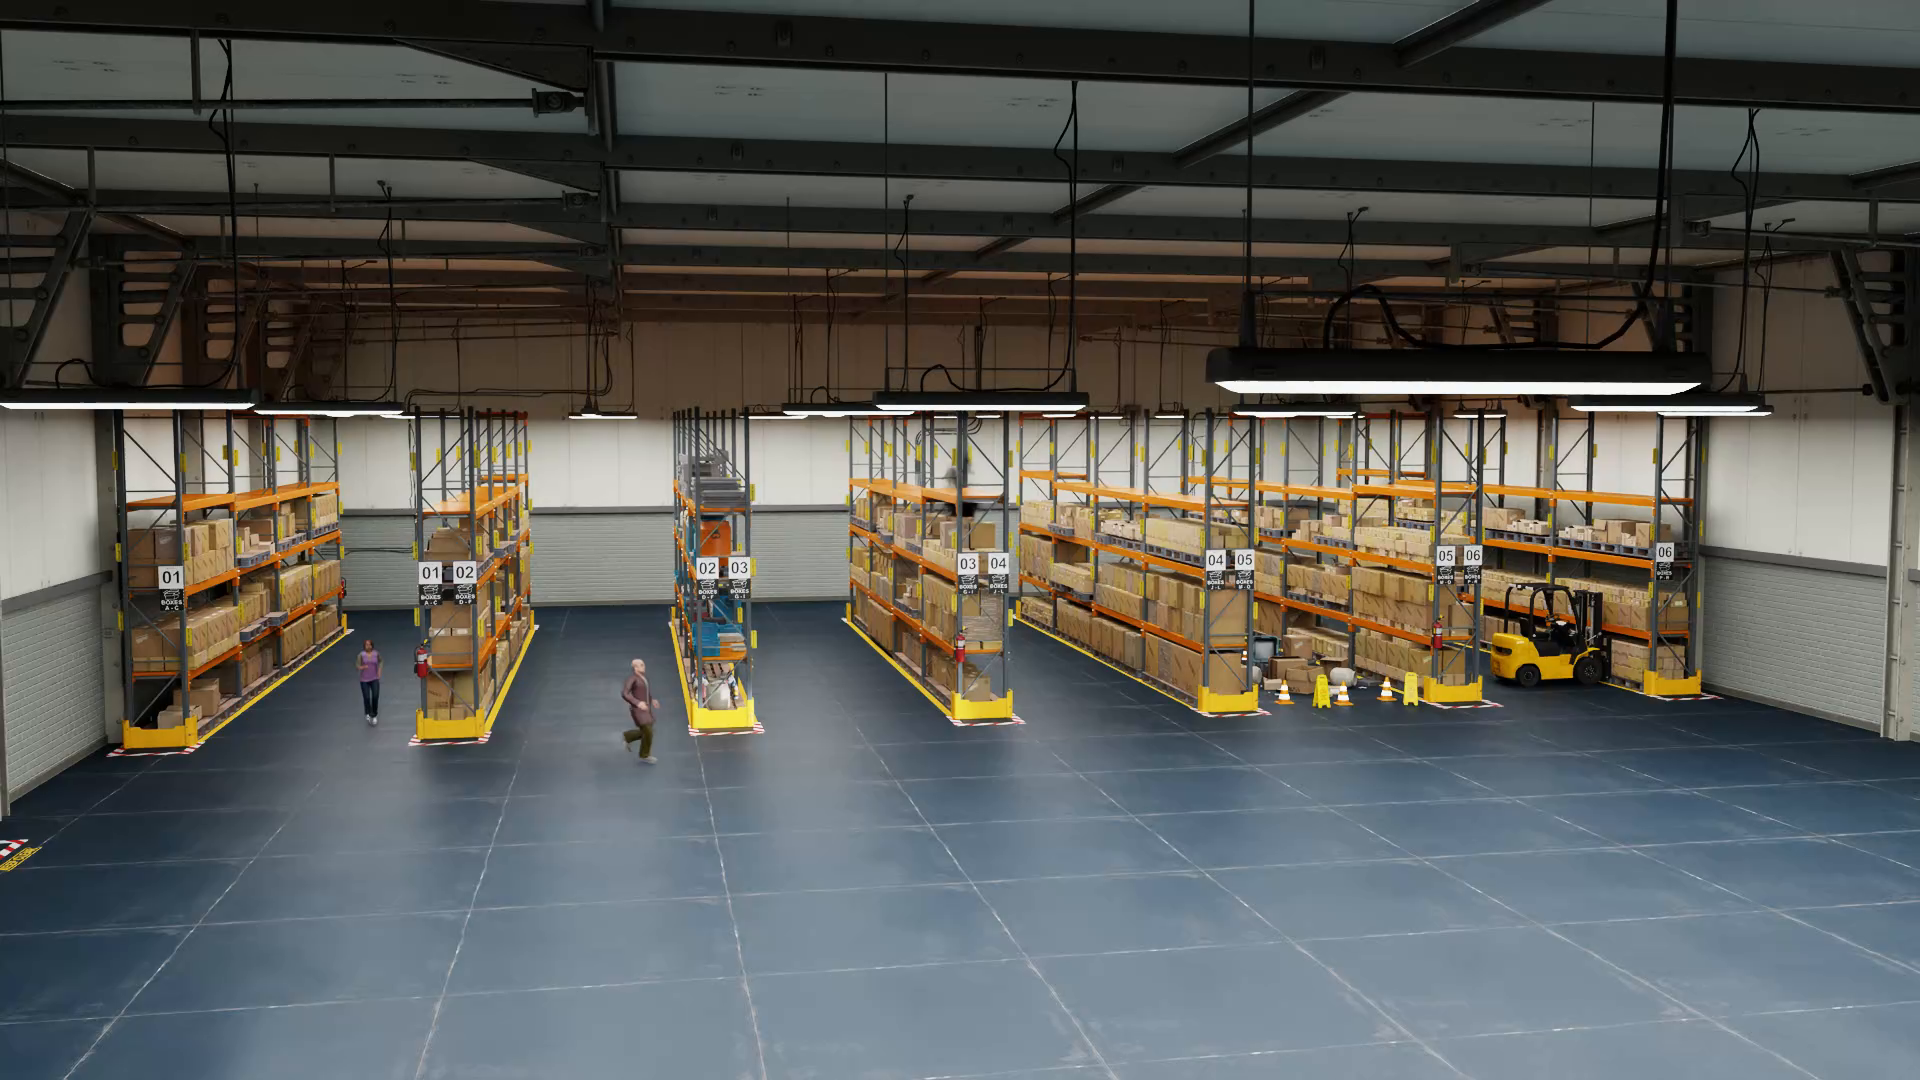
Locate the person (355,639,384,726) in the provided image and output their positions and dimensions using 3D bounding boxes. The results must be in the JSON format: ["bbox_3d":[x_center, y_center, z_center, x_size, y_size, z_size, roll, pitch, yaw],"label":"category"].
[{"bbox_3d":[-11.153,2.689,31.431,0.514,1.639,0.666,-2,4,-21],"label":"person"}]

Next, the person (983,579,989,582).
[{"bbox_3d":[0.533,1.540,47.766,0.698,1.561,0.565,1,4,11],"label":"person"}]

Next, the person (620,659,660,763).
[{"bbox_3d":[-5.438,2.875,27.999,0.728,1.744,0.703,1,4,15],"label":"person"}]
